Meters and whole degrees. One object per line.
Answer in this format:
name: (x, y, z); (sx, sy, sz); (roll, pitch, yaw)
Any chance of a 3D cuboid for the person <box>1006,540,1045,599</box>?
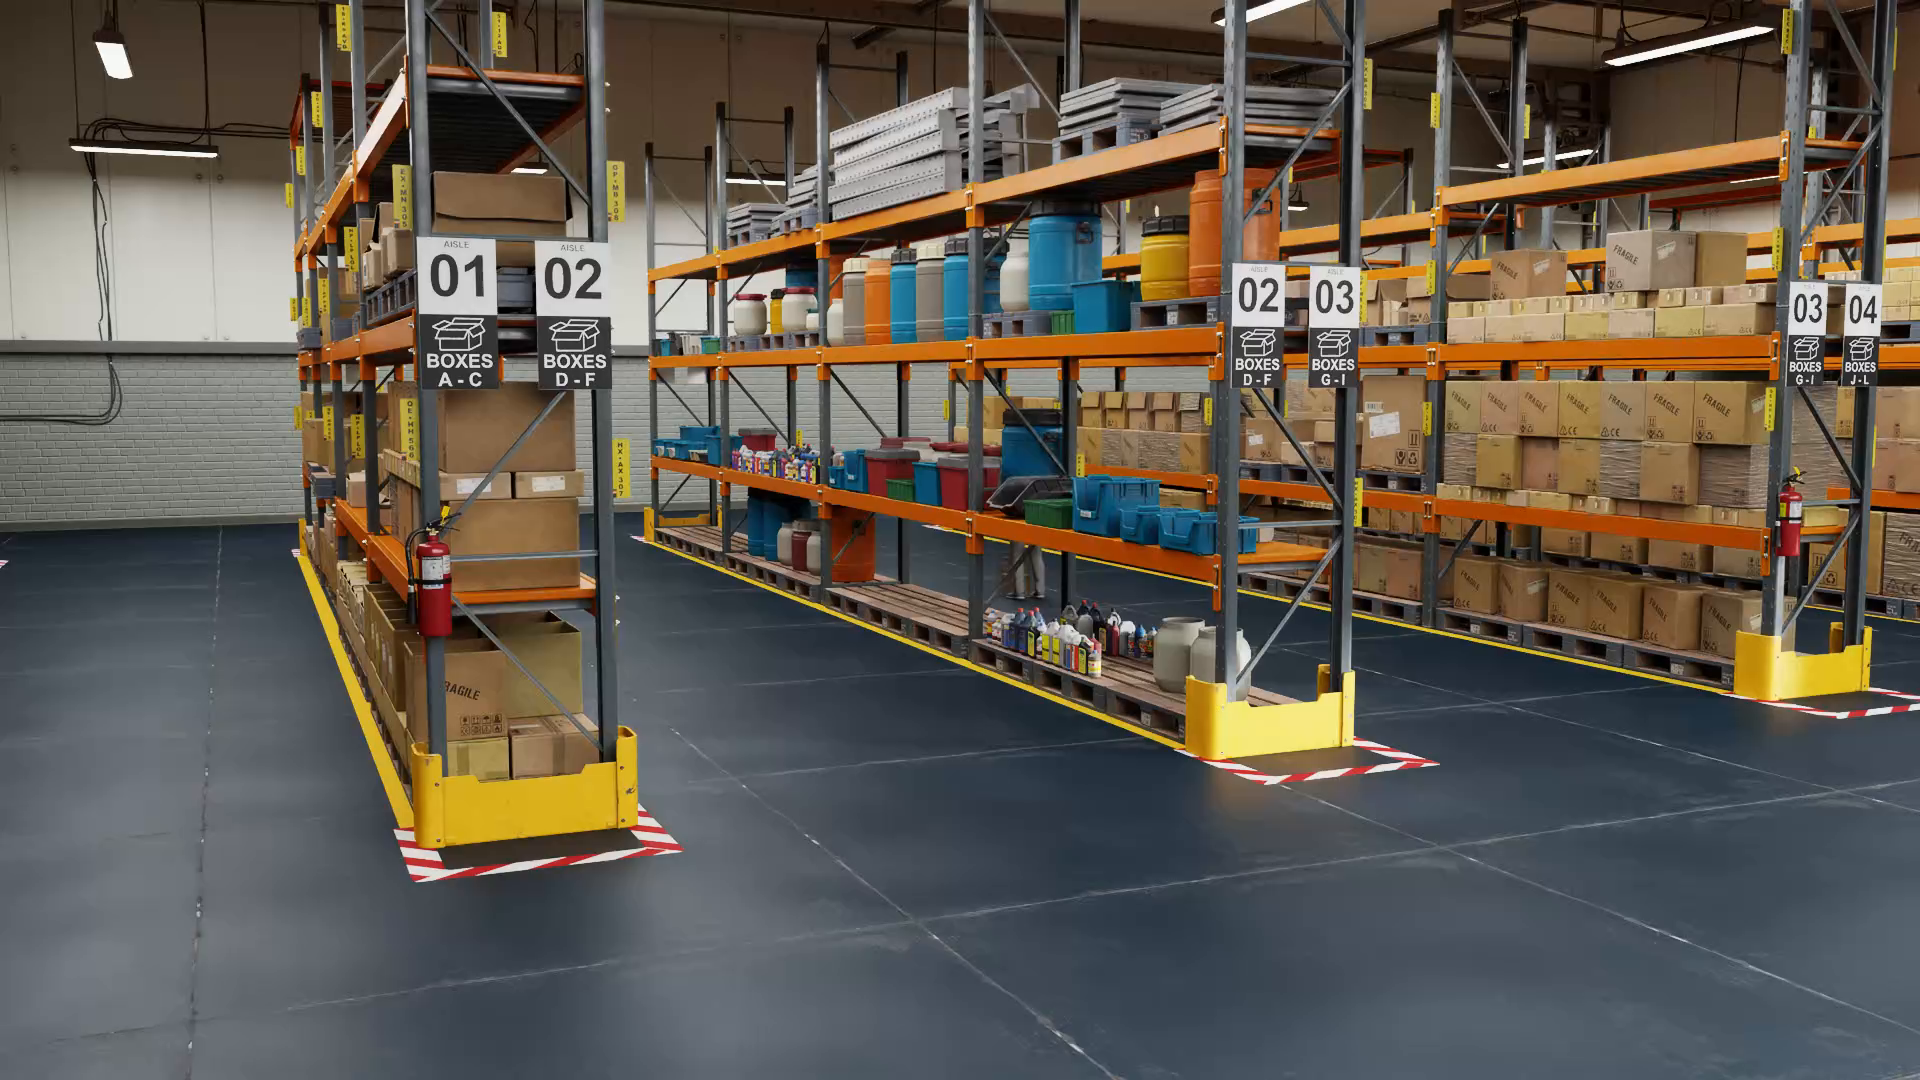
person: (0.744, -0.161, 18.695); (0.519, 1.656, 0.396); (-3, 6, -27)
